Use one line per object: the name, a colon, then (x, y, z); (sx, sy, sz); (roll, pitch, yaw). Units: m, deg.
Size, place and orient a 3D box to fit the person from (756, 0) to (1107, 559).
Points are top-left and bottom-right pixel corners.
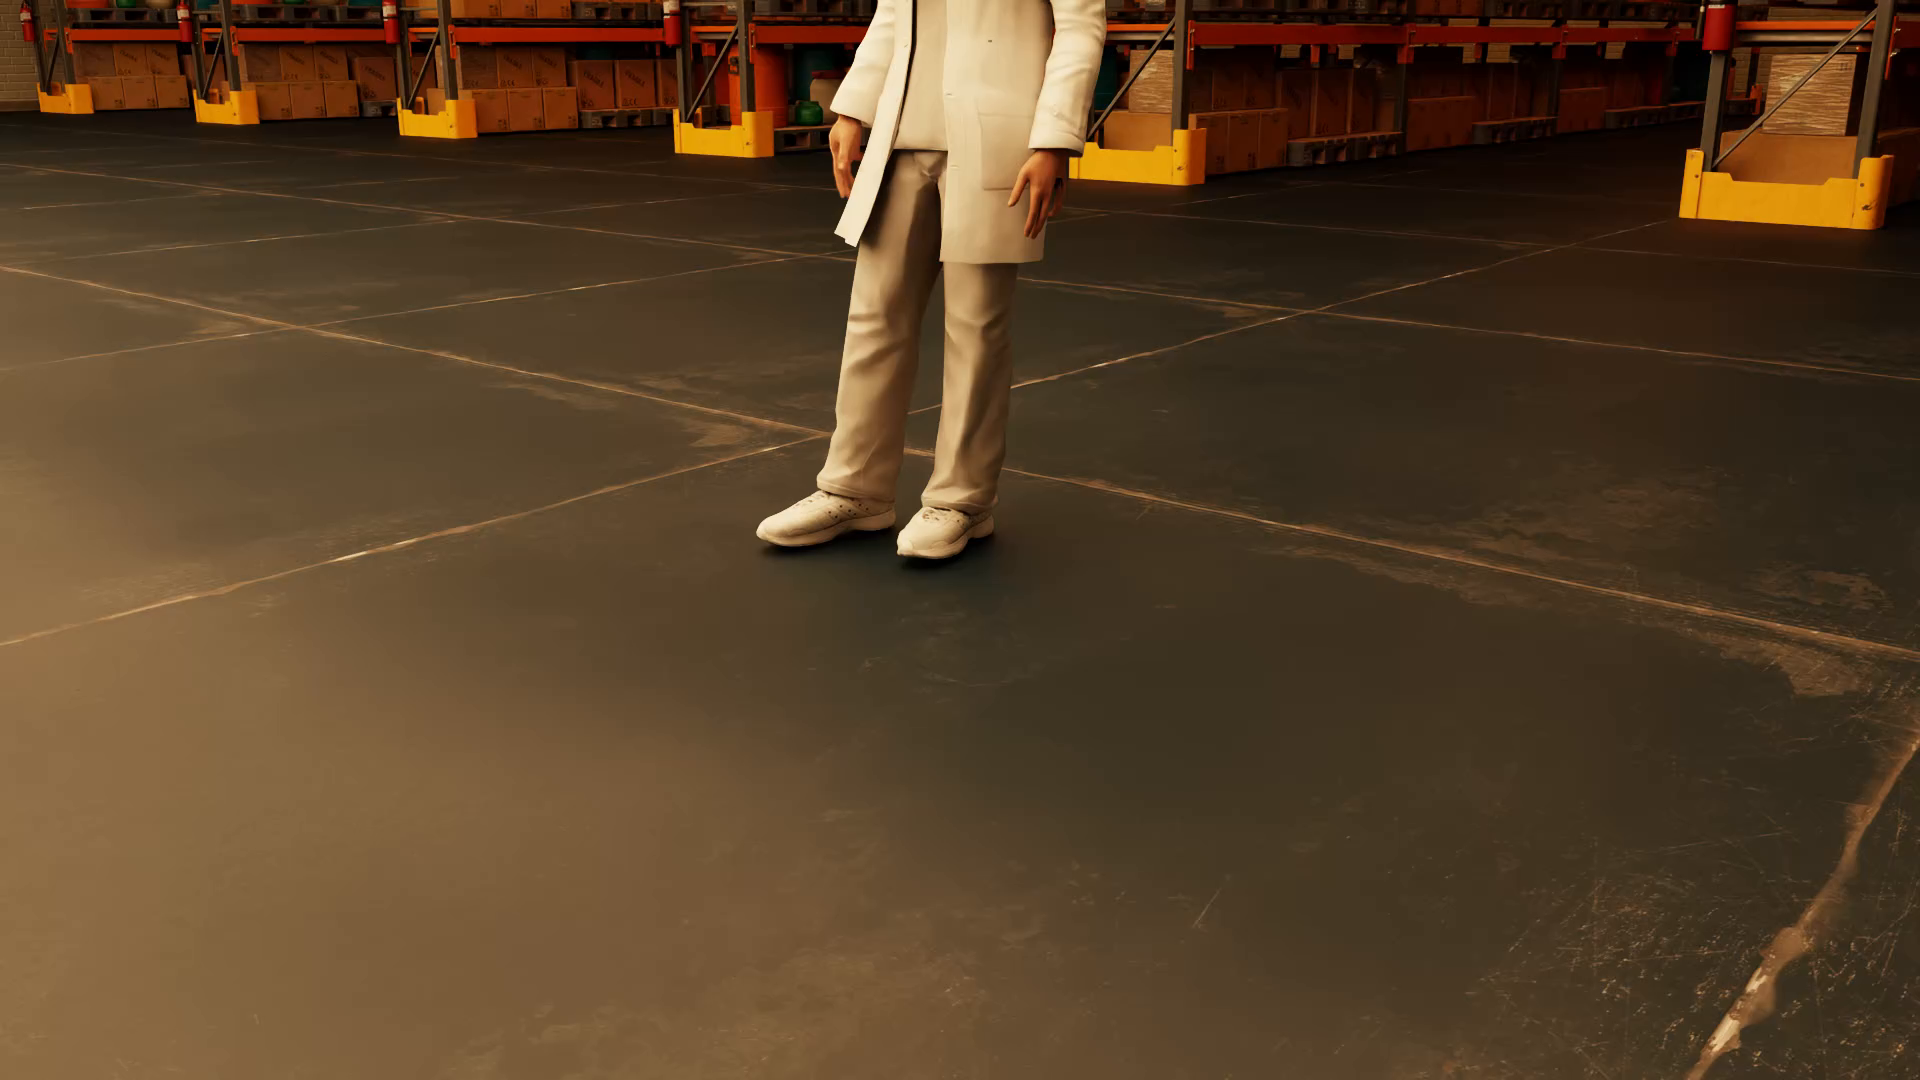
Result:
person: (-0.061, -0.838, 3.618); (0.696, 1.775, 0.581); (13, 21, 37)
